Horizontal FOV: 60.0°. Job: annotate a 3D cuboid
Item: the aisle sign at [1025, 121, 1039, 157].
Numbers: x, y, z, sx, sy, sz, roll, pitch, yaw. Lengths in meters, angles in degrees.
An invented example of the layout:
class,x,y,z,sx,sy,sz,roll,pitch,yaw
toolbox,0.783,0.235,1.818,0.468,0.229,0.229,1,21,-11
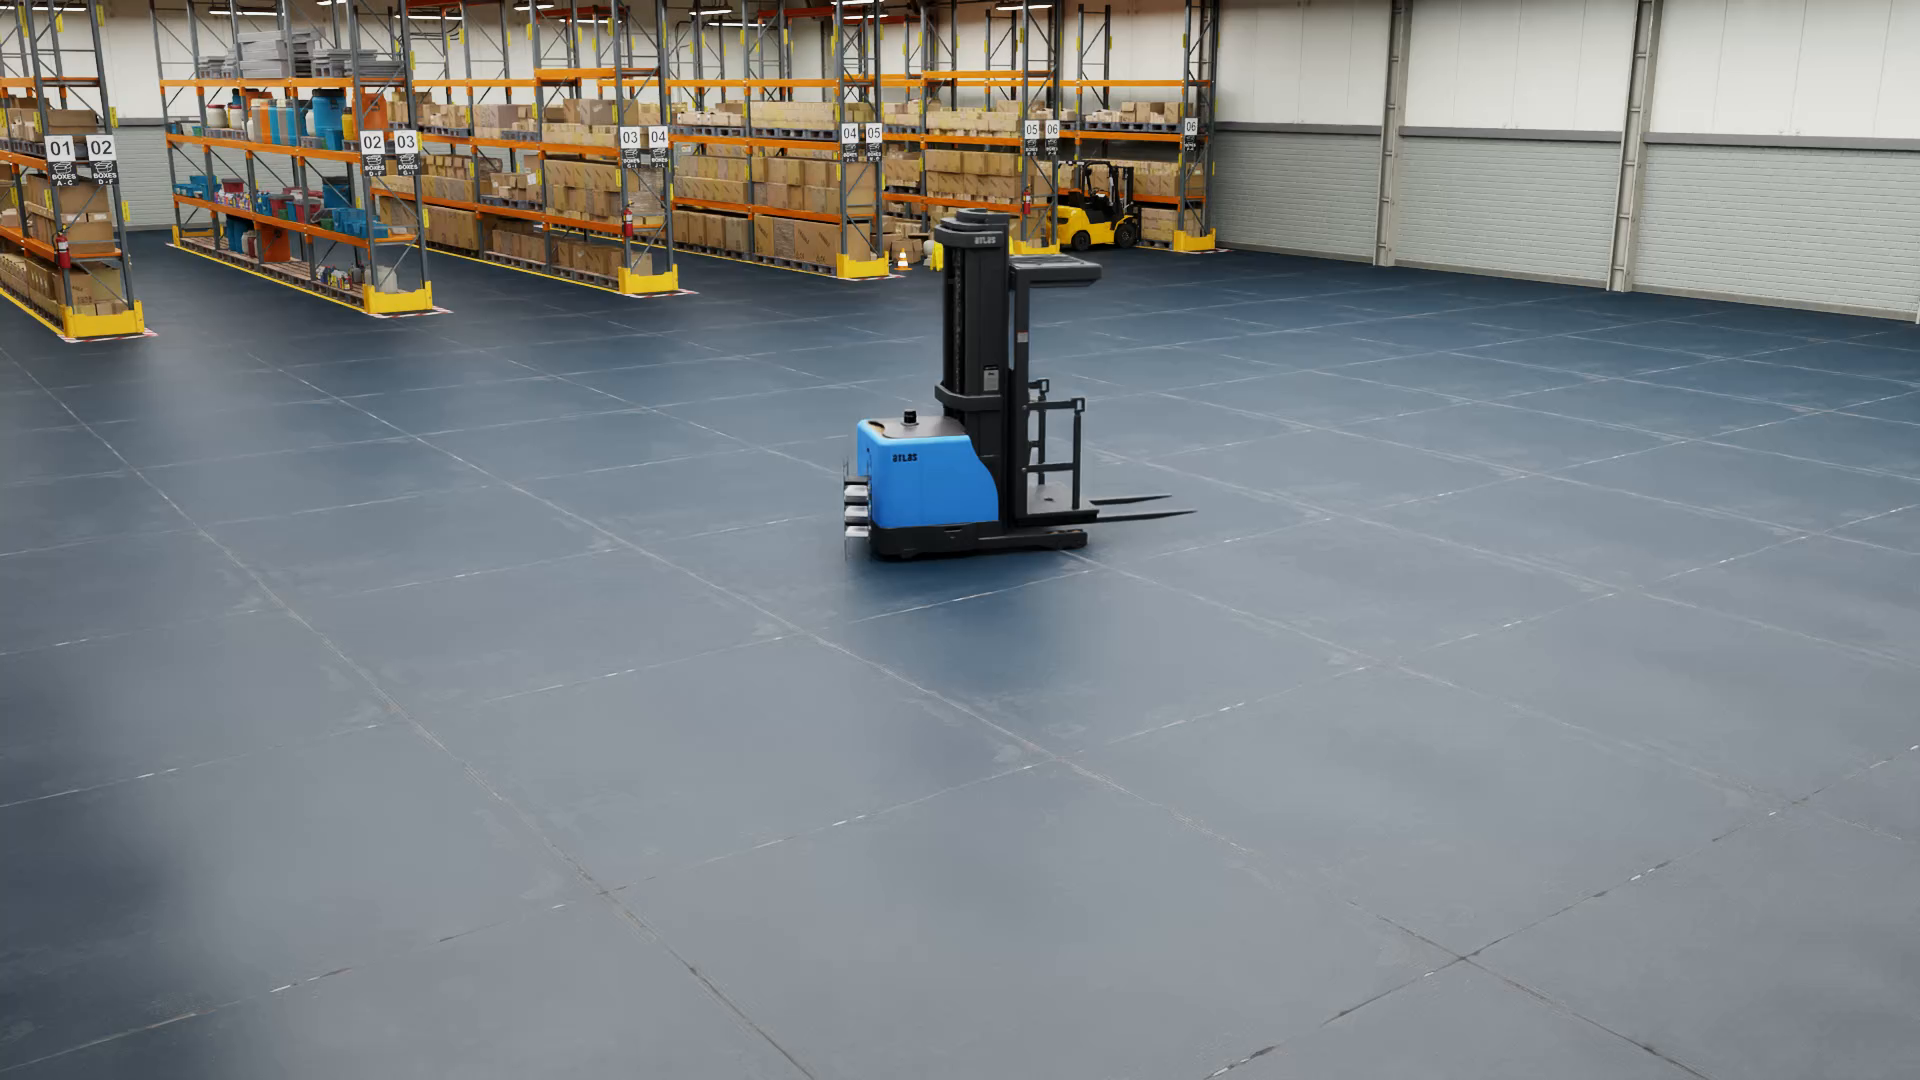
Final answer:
class,x,y,z,sx,sy,sz,roll,pitch,yaw
aisle sign,1.638,-9.146,37.887,0.394,0.787,0.004,-11,19,-35

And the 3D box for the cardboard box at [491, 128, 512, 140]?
class,x,y,z,sx,sy,sz,roll,pitch,yaw
cardboard box,-10.202,-9.137,37.381,0.500,0.250,0.500,-10,18,-33

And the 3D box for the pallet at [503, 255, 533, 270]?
class,x,y,z,sx,sy,sz,roll,pitch,yaw
pallet,-9.713,-6.348,37.871,1.003,0.211,1.213,-11,19,-35

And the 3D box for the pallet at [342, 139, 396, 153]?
class,x,y,z,sx,sy,sz,roll,pitch,yaw
pallet,-10.594,-7.191,30.344,1.003,0.211,1.213,-11,19,-35

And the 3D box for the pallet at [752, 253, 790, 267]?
class,x,y,z,sx,sy,sz,roll,pitch,yaw
pallet,-4.077,-6.495,38.408,1.003,0.211,1.213,-11,19,-35

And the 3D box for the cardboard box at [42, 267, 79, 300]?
class,x,y,z,sx,sy,sz,roll,pitch,yaw
cardboard box,-15.351,-4.393,28.438,0.500,0.500,0.500,-11,19,-35

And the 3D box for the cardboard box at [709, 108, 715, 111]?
class,x,y,z,sx,sy,sz,roll,pitch,yaw
cardboard box,-7.234,-12.910,50.181,0.500,0.250,0.500,-13,20,-40

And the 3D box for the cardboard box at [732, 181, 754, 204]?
class,x,y,z,sx,sy,sz,roll,pitch,yaw
cardboard box,-4.984,-8.133,38.920,0.500,0.500,0.500,-11,19,-35

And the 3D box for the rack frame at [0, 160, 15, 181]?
class,x,y,z,sx,sy,sz,roll,pitch,yaw
rack frame,-21.251,-7.438,36.570,1.000,3.000,0.127,-11,19,-35

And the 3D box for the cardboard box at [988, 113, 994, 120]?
class,x,y,z,sx,sy,sz,roll,pitch,yaw
cardboard box,0.867,-9.916,38.905,0.380,0.149,0.250,-11,19,-35

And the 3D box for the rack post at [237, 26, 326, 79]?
class,x,y,z,sx,sy,sz,roll,pitch,yaw
rack post,-13.766,-9.895,33.804,1.013,1.000,3.121,-11,19,-35

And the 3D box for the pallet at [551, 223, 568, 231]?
class,x,y,z,sx,sy,sz,roll,pitch,yaw
pallet,-11.023,-9.037,47.695,1.003,0.211,1.213,-11,19,-35

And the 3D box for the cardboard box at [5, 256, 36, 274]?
class,x,y,z,sx,sy,sz,roll,pitch,yaw
cardboard box,-18.215,-5.353,32.304,0.500,0.311,0.500,-11,19,-36

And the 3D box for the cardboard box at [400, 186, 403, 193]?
class,x,y,z,sx,sy,sz,roll,pitch,yaw
cardboard box,-14.286,-9.088,43.073,0.380,0.149,0.250,-10,18,-34

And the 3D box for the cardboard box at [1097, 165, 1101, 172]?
class,x,y,z,sx,sy,sz,roll,pitch,yaw
cardboard box,3.801,-9.722,43.497,0.380,0.149,0.250,-11,19,-35

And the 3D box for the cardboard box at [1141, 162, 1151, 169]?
class,x,y,z,sx,sy,sz,roll,pitch,yaw
cardboard box,4.793,-9.473,42.023,0.380,0.149,0.250,-10,18,-33

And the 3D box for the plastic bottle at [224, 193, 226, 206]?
class,x,y,z,sx,sy,sz,roll,pitch,yaw
plastic bottle,-16.850,-7.816,38.171,0.061,0.283,0.133,-11,19,-35

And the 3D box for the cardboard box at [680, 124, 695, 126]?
class,x,y,z,sx,sy,sz,roll,pitch,yaw
cardboard box,-6.933,-10.527,41.986,0.500,0.500,0.500,-11,19,-35

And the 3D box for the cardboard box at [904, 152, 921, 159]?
class,x,y,z,sx,sy,sz,roll,pitch,yaw
cardboard box,-1.229,-9.883,42.727,0.380,0.149,0.250,-10,18,-31

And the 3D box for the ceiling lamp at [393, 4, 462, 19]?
class,x,y,z,sx,sy,sz,roll,pitch,yaw
ceiling lamp,-15.115,-16.505,47.276,2.000,3.185,0.800,-11,19,-35

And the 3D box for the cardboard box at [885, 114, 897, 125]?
class,x,y,z,sx,sy,sz,roll,pitch,yaw
cardboard box,-1.569,-10.702,42.302,0.500,0.250,0.500,-11,19,-34

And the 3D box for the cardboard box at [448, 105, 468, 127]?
class,x,y,z,sx,sy,sz,roll,pitch,yaw
cardboard box,-11.880,-10.108,39.659,0.500,0.500,0.500,-10,18,-32

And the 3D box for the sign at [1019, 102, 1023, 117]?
class,x,y,z,sx,sy,sz,roll,pitch,yaw
sign,1.375,-9.743,37.631,0.100,0.325,0.005,-11,19,-35

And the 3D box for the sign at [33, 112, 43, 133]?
class,x,y,z,sx,sy,sz,roll,pitch,yaw
sign,-14.643,-6.630,26.409,0.100,0.325,0.005,-11,19,-35

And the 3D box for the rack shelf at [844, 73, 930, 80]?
class,x,y,z,sx,sy,sz,roll,pitch,yaw
rack shelf,-2.383,-14.256,51.487,1.077,0.370,4.000,-11,19,-35

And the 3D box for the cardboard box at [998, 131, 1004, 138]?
class,x,y,z,sx,sy,sz,roll,pitch,yaw
cardboard box,1.098,-9.419,38.602,0.380,0.149,0.250,-10,18,-33

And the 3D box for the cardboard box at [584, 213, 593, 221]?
class,x,y,z,sx,sy,sz,roll,pitch,yaw
cardboard box,-7.482,-6.624,34.072,0.380,0.149,0.250,-11,19,-35

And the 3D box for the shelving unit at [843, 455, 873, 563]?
class,x,y,z,sx,sy,sz,roll,pitch,yaw
shelving unit,-0.879,-0.269,14.354,0.210,0.900,0.258,1,15,4

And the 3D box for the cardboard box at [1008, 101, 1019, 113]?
class,x,y,z,sx,sy,sz,roll,pitch,yaw
cardboard box,1.751,-11.891,45.985,0.700,0.500,0.500,-11,19,-36

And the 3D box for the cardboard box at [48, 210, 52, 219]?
class,x,y,z,sx,sy,sz,roll,pitch,yaw
cardboard box,-15.181,-5.509,28.104,0.380,0.149,0.250,-10,18,-33

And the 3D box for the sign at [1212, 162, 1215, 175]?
class,x,y,z,sx,sy,sz,roll,pitch,yaw
sign,6.301,-9.263,41.446,0.100,0.325,0.005,-11,19,-35

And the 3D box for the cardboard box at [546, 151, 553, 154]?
class,x,y,z,sx,sy,sz,roll,pitch,yaw
cardboard box,-11.467,-11.114,47.355,0.500,0.500,0.500,-11,19,-35

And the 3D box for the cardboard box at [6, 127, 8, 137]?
class,x,y,z,sx,sy,sz,roll,pitch,yaw
cardboard box,-17.937,-7.840,31.844,0.500,0.250,0.500,-11,19,-36

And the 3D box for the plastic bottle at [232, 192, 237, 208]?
class,x,y,z,sx,sy,sz,roll,pitch,yaw
plastic bottle,-16.392,-7.701,37.624,0.144,0.351,0.185,-11,19,-35

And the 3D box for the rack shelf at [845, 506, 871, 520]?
class,x,y,z,sx,sy,sz,roll,pitch,yaw
rack shelf,-0.879,-0.237,14.363,0.200,0.077,0.258,1,15,4

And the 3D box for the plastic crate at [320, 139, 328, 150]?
class,x,y,z,sx,sy,sz,roll,pitch,yaw
plastic crate,-11.831,-7.463,31.382,0.336,0.188,0.450,-11,19,-35

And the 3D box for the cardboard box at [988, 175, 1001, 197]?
class,x,y,z,sx,sy,sz,roll,pitch,yaw
cardboard box,1.003,-8.323,39.051,0.500,0.500,0.500,-11,19,-34

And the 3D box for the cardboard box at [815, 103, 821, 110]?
class,x,y,z,sx,sy,sz,roll,pitch,yaw
cardboard box,-2.878,-9.249,35.486,0.380,0.149,0.250,-10,18,-34

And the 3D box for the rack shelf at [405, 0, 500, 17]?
class,x,y,z,sx,sy,sz,roll,pitch,yaw
rack shelf,-12.060,-12.697,39.489,1.077,0.370,4.000,-11,19,-35

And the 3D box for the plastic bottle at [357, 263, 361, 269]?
class,x,y,z,sx,sy,sz,roll,pitch,yaw
plastic bottle,-11.927,-5.340,33.088,0.144,0.351,0.185,-11,19,-36

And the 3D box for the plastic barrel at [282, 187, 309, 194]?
class,x,y,z,sx,sy,sz,roll,pitch,yaw
plastic barrel,-14.372,-7.366,36.048,0.600,0.536,0.708,-11,19,-35

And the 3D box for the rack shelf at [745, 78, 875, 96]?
class,x,y,z,sx,sy,sz,roll,pitch,yaw
rack shelf,-3.285,-9.942,36.473,1.077,0.370,4.000,-11,19,-35

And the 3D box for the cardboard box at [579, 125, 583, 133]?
class,x,y,z,sx,sy,sz,roll,pitch,yaw
cardboard box,-7.479,-8.335,33.693,0.380,0.149,0.250,-12,19,-37

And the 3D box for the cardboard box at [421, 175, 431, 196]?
class,x,y,z,sx,sy,sz,roll,pitch,yaw
cardboard box,-13.168,-8.886,41.672,0.500,0.500,0.500,-11,19,-34

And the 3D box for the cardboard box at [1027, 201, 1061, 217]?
class,x,y,z,sx,sy,sz,roll,pitch,yaw
cardboard box,2.287,-9.070,46.236,0.875,0.625,0.625,-12,19,-37

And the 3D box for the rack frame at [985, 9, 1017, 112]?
class,x,y,z,sx,sy,sz,roll,pitch,yaw
rack frame,1.145,-13.324,46.711,1.000,3.000,0.127,-11,19,-35

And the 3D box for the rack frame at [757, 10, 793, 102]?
class,x,y,z,sx,sy,sz,roll,pitch,yaw
rack frame,-5.220,-13.407,47.014,1.000,3.000,0.127,-11,19,-35

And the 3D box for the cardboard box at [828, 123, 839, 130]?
class,x,y,z,sx,sy,sz,roll,pitch,yaw
cardboard box,-2.578,-8.756,35.193,0.380,0.149,0.250,-11,19,-35

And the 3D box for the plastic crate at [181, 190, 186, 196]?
class,x,y,z,sx,sy,sz,roll,pitch,yaw
plastic crate,-19.195,-8.632,41.318,0.250,0.136,0.298,-11,19,-35

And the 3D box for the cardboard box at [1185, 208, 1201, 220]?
class,x,y,z,sx,sy,sz,roll,pitch,yaw
cardboard box,5.719,-8.213,41.919,0.500,0.250,0.500,-11,19,-35

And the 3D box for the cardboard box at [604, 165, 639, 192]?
class,x,y,z,sx,sy,sz,roll,pitch,yaw
cardboard box,-6.704,-7.166,32.928,0.500,0.500,0.500,-11,19,-35

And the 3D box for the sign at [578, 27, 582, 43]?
class,x,y,z,sx,sy,sz,roll,pitch,yaw
sign,-8.082,-10.729,35.312,0.100,0.325,0.005,-11,19,-35

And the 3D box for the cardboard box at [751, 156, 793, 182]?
class,x,y,z,sx,sy,sz,roll,pitch,yaw
cardboard box,-4.272,-8.524,38.208,0.875,0.550,0.550,-11,19,-35

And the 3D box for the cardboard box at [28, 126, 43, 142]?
class,x,y,z,sx,sy,sz,roll,pitch,yaw
cardboard box,-15.086,-6.725,27.507,0.500,0.250,0.500,-11,19,-35

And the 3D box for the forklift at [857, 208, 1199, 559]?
class,x,y,z,sx,sy,sz,roll,pitch,yaw
forklift,0.638,-1.447,14.811,3.031,2.935,1.130,-4,16,-15

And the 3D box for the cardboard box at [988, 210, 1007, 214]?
class,x,y,z,sx,sy,sz,roll,pitch,yaw
cardboard box,0.884,-7.700,39.292,0.380,0.149,0.250,-10,18,-33
